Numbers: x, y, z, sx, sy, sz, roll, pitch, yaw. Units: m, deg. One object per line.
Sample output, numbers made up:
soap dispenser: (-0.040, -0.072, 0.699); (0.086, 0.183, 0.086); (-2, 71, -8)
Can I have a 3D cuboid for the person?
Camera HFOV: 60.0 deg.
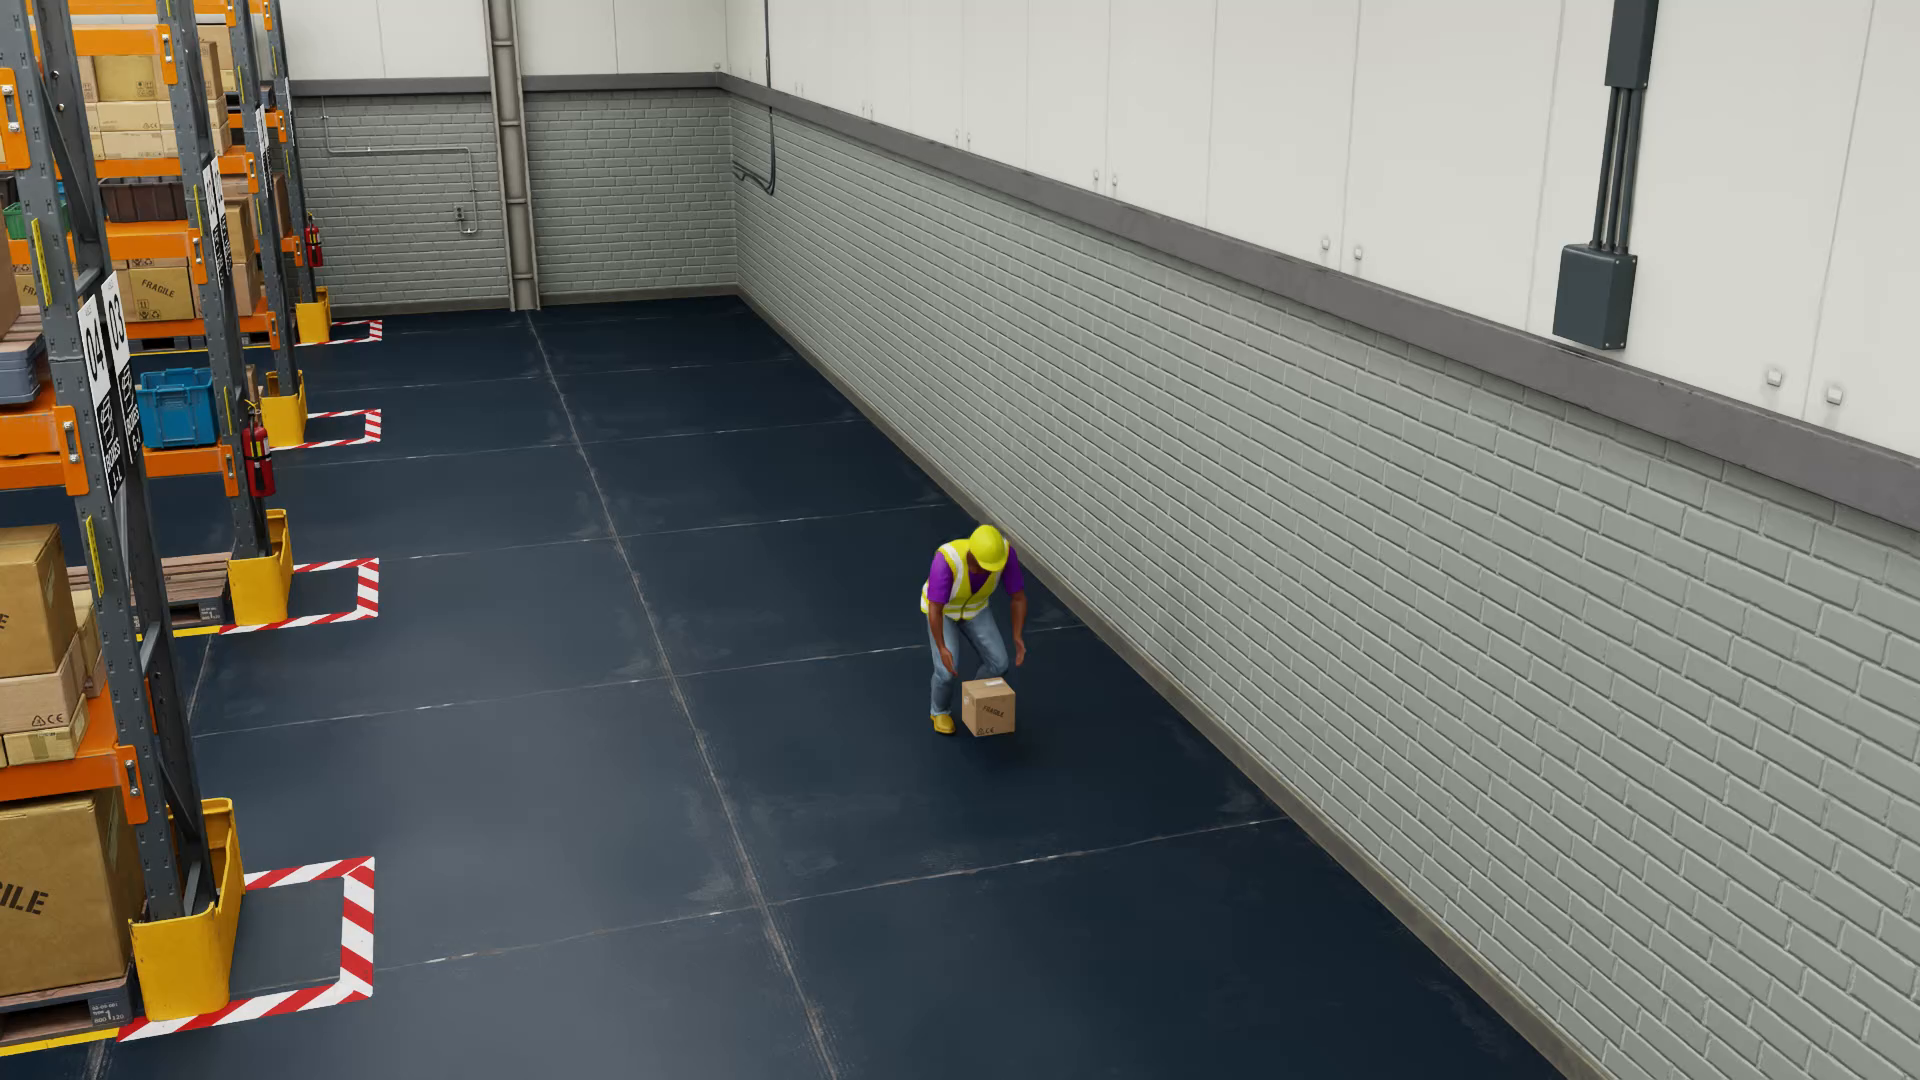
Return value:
person: (0.076, 0.500, 10.140); (0.632, 1.405, 0.762); (-6, 20, -17)
